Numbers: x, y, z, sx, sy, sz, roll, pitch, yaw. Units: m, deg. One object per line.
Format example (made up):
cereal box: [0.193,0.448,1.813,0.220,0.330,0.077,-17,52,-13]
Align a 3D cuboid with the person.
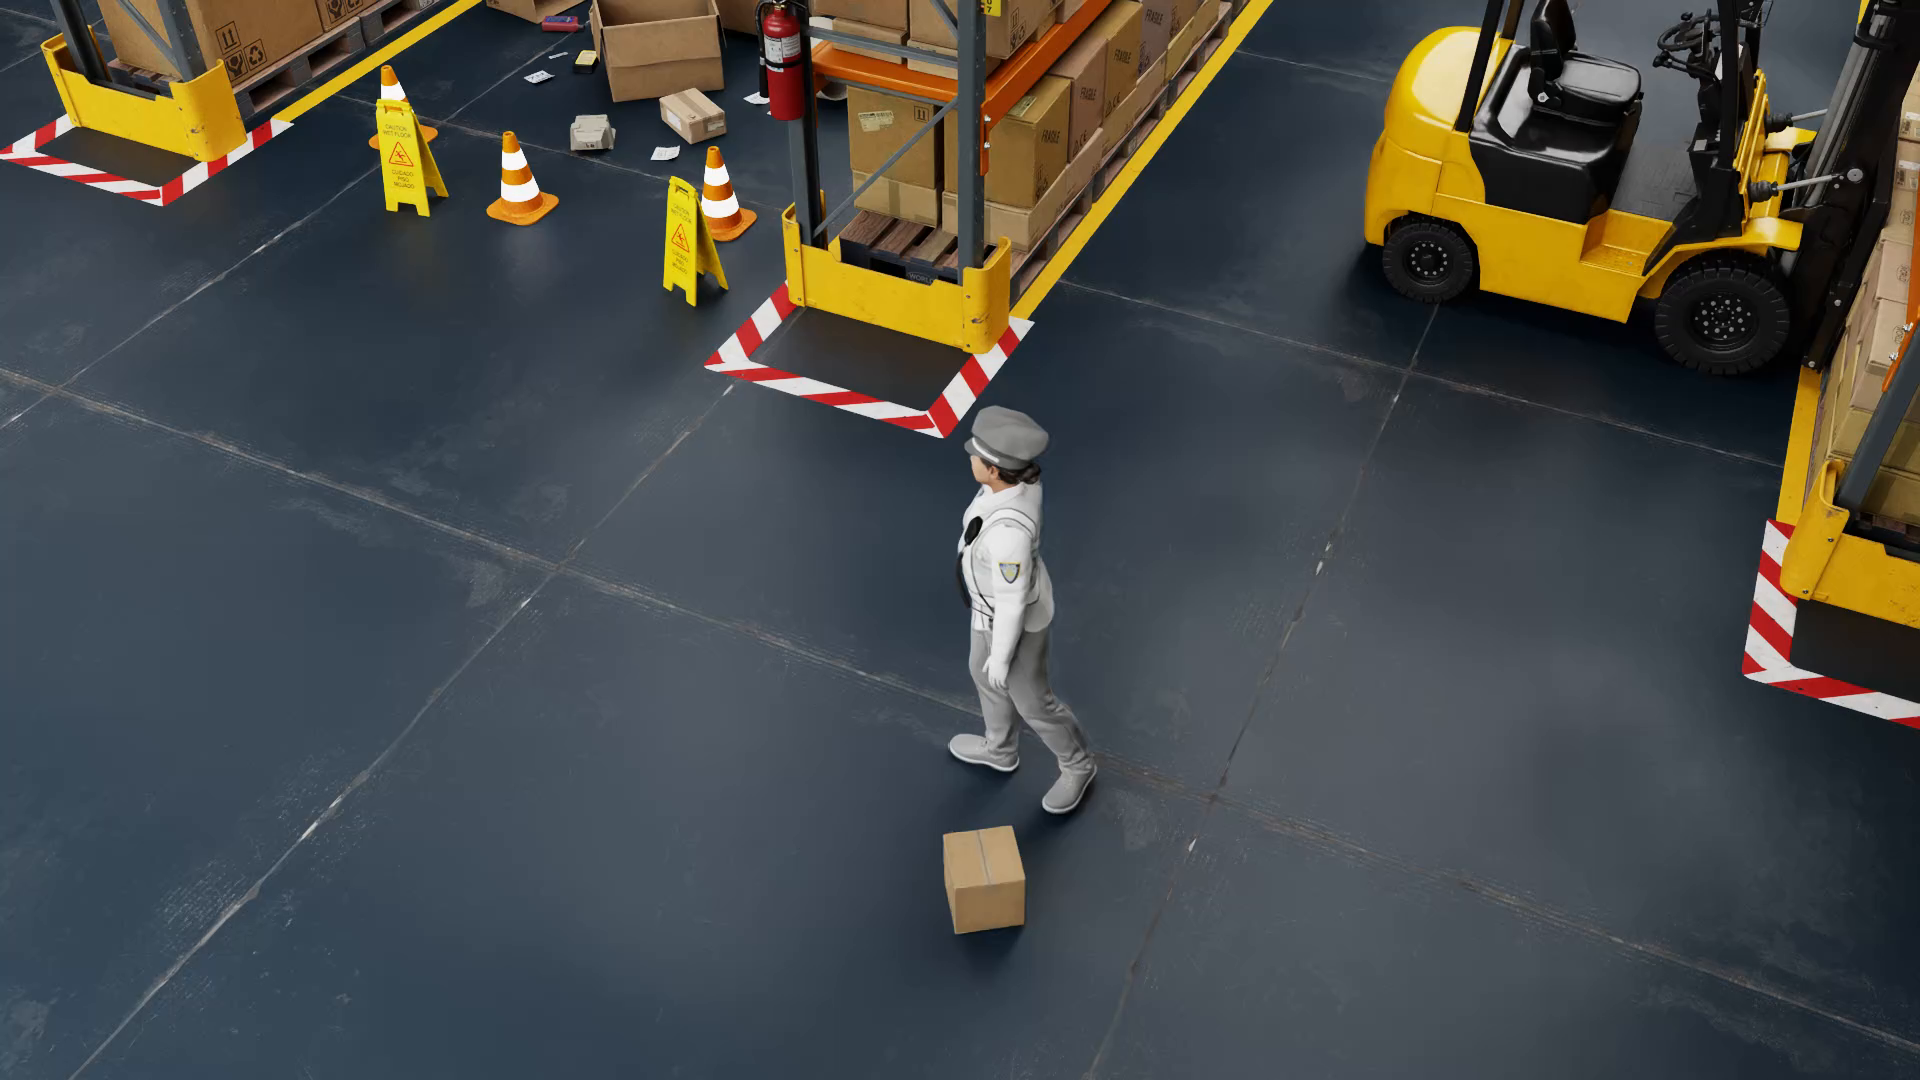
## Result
person: [0.242,0.260,5.868,0.569,1.667,0.536,1,42,1]
